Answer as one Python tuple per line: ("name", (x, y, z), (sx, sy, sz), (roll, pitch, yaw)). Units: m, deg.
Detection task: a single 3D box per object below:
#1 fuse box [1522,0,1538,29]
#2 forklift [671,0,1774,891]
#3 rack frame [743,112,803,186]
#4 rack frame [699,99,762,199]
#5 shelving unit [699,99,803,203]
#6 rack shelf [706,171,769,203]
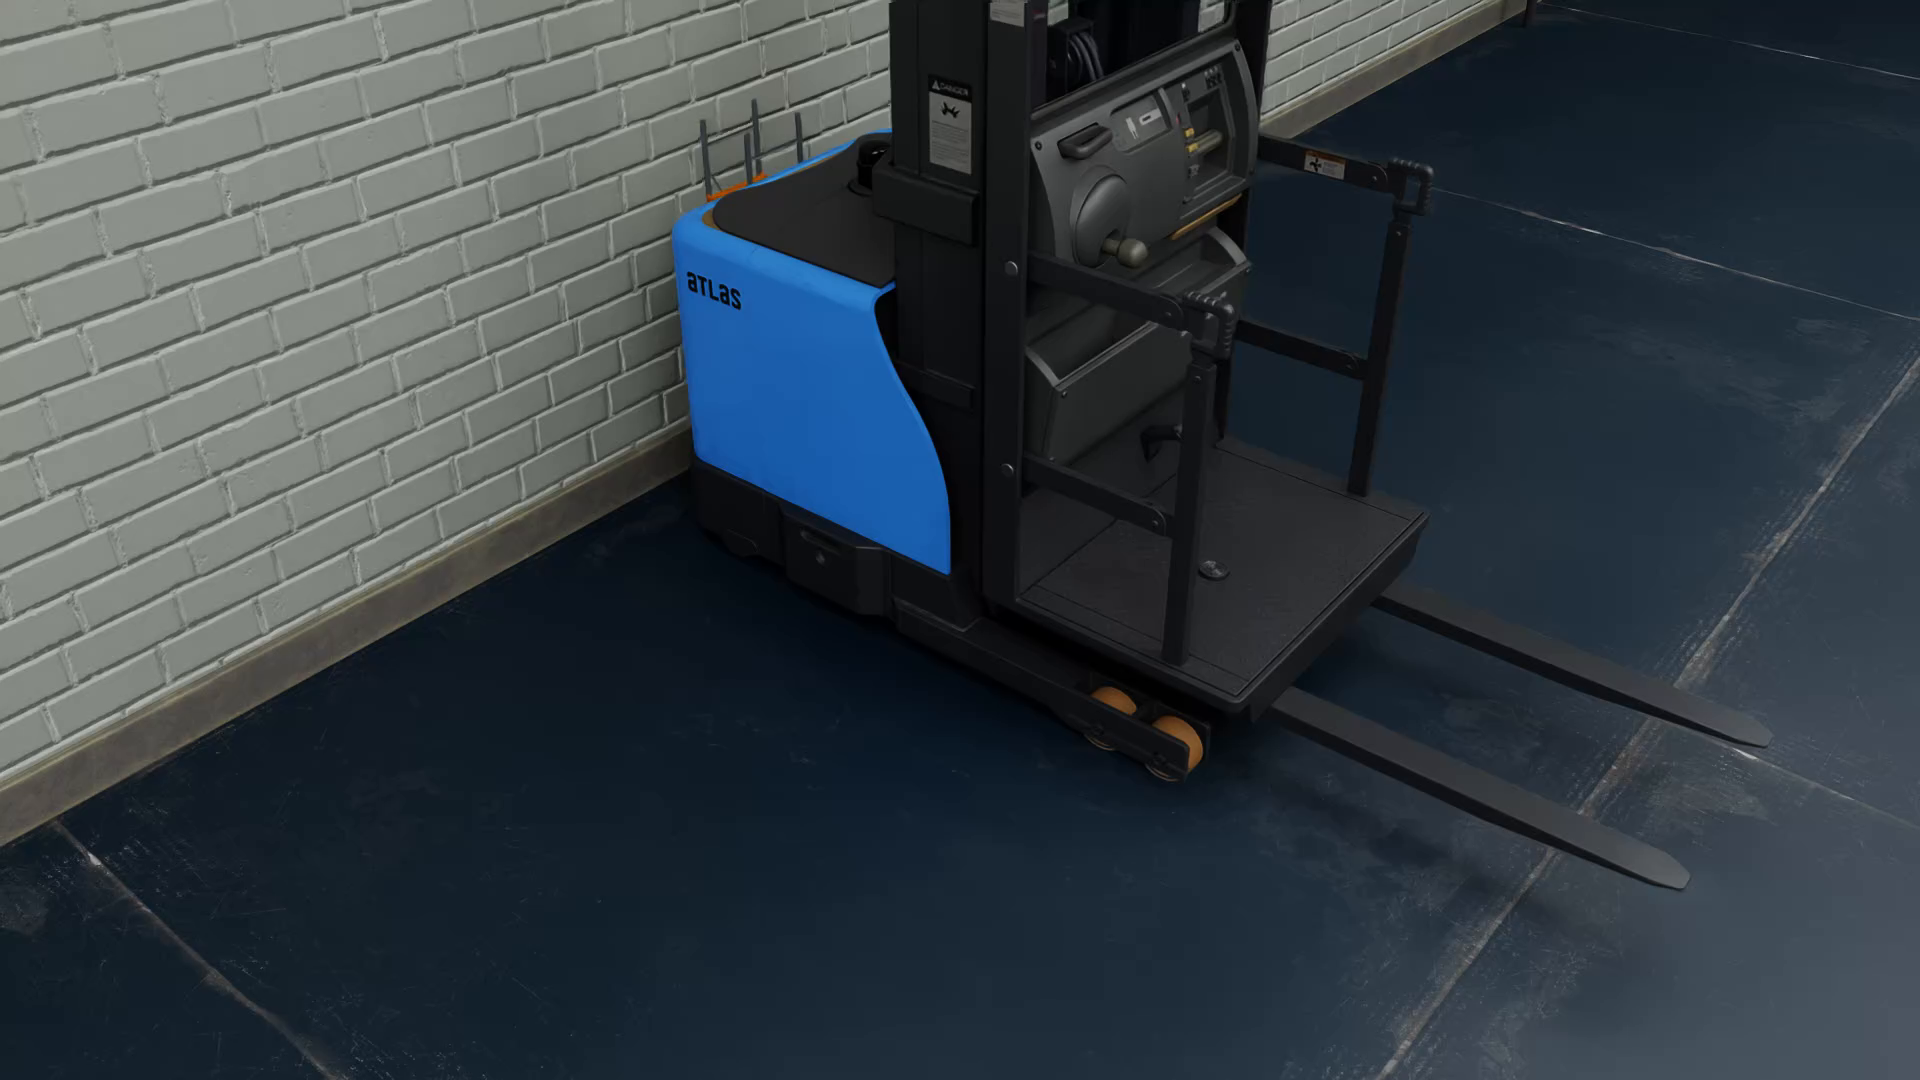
("fuse box", (3.287, -3.642, 9.042), (0.414, 1.711, 0.539), (25, 42, 32))
("forklift", (0.638, -0.922, 4.004), (3.031, 2.935, 1.130), (24, 41, 31))
("rack frame", (-0.556, -0.742, 5.271), (0.006, 1.200, 0.240), (24, 41, 31))
("rack frame", (-0.700, -0.806, 5.364), (0.006, 1.200, 0.240), (24, 41, 31))
("shelving unit", (-0.628, -0.774, 5.318), (0.189, 1.200, 0.258), (24, 41, 31))
("rack shelf", (-0.628, -1.034, 5.139), (0.180, 0.103, 0.258), (24, 41, 31))
